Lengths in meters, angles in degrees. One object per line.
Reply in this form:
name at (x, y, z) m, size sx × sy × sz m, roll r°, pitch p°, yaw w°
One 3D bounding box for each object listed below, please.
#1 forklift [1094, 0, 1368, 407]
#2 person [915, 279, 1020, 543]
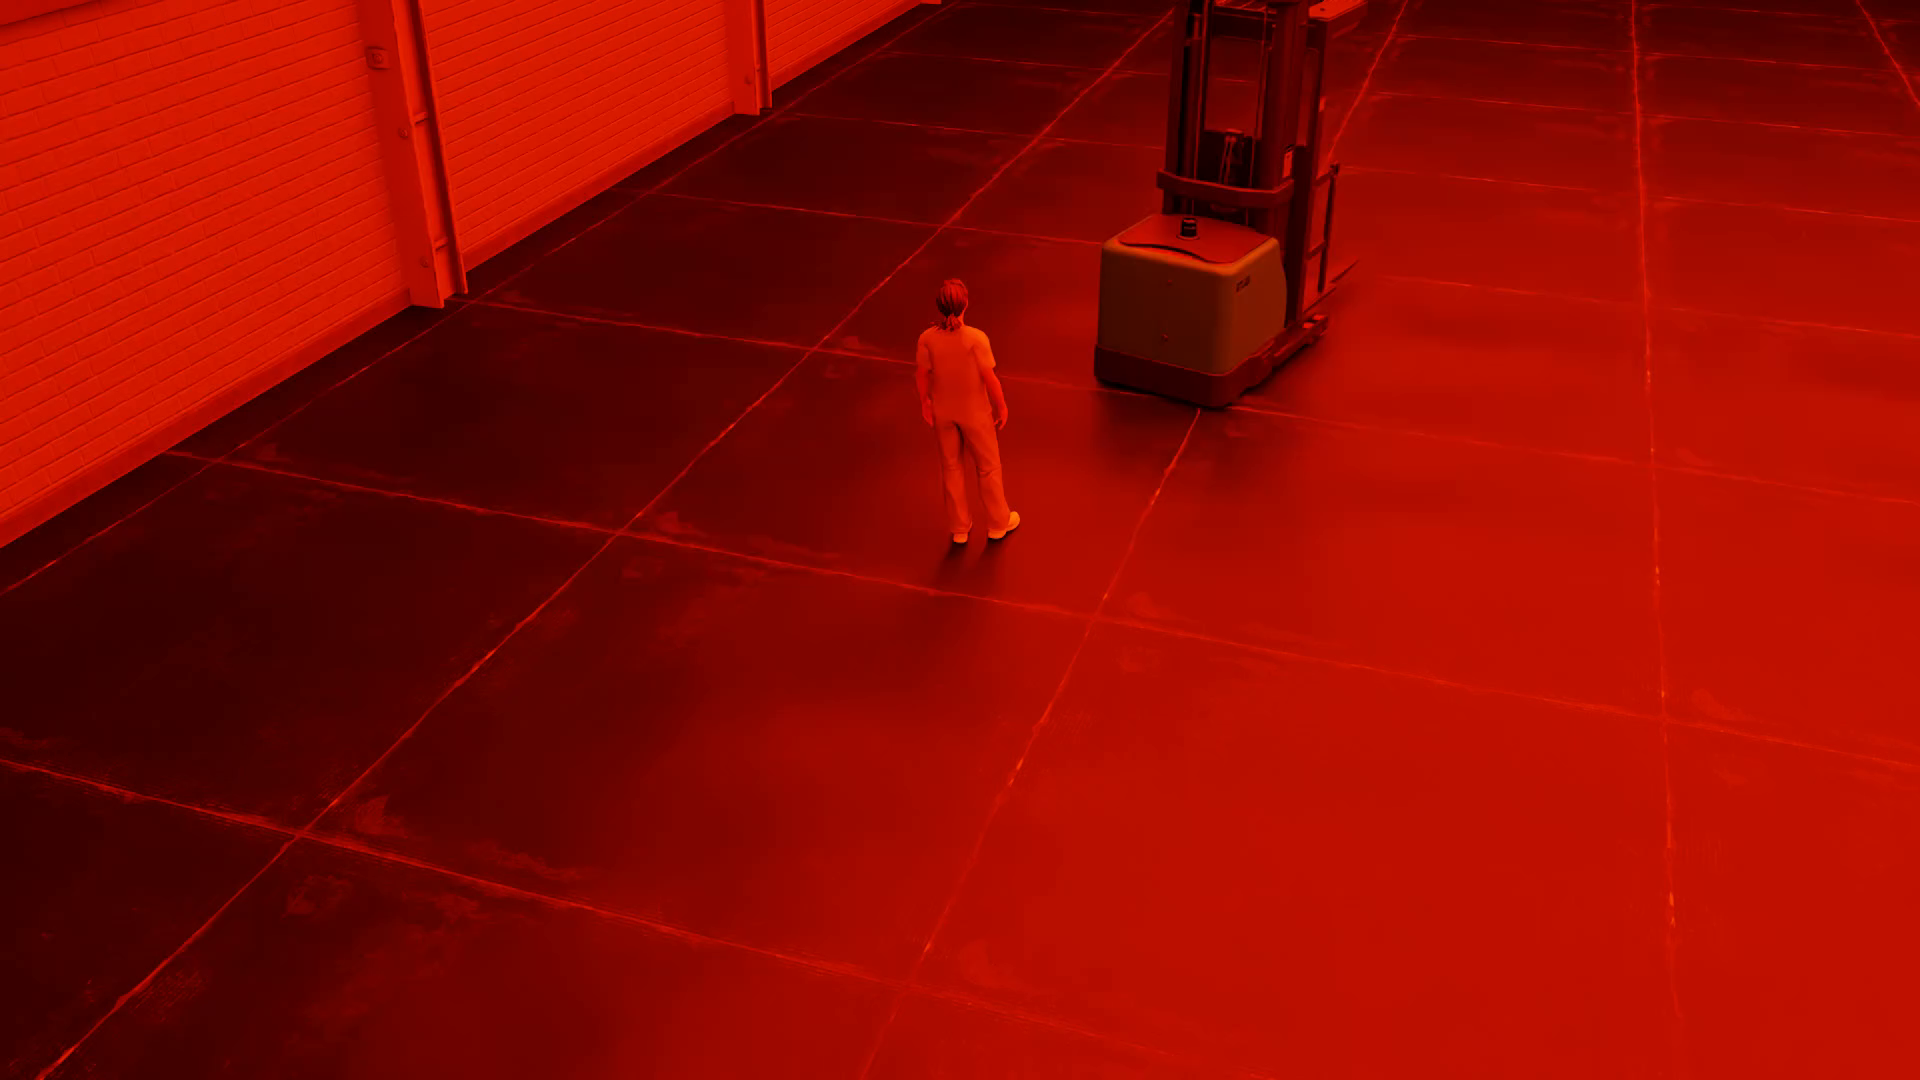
forklift at (2.198, -2.885, 12.197) m, size 1.130 × 2.935 × 3.031 m, roll 18°, pitch 34°, yaw 28°
person at (0.037, -0.767, 9.735) m, size 0.549 × 1.672 × 0.548 m, roll 10°, pitch 31°, yaw 16°
